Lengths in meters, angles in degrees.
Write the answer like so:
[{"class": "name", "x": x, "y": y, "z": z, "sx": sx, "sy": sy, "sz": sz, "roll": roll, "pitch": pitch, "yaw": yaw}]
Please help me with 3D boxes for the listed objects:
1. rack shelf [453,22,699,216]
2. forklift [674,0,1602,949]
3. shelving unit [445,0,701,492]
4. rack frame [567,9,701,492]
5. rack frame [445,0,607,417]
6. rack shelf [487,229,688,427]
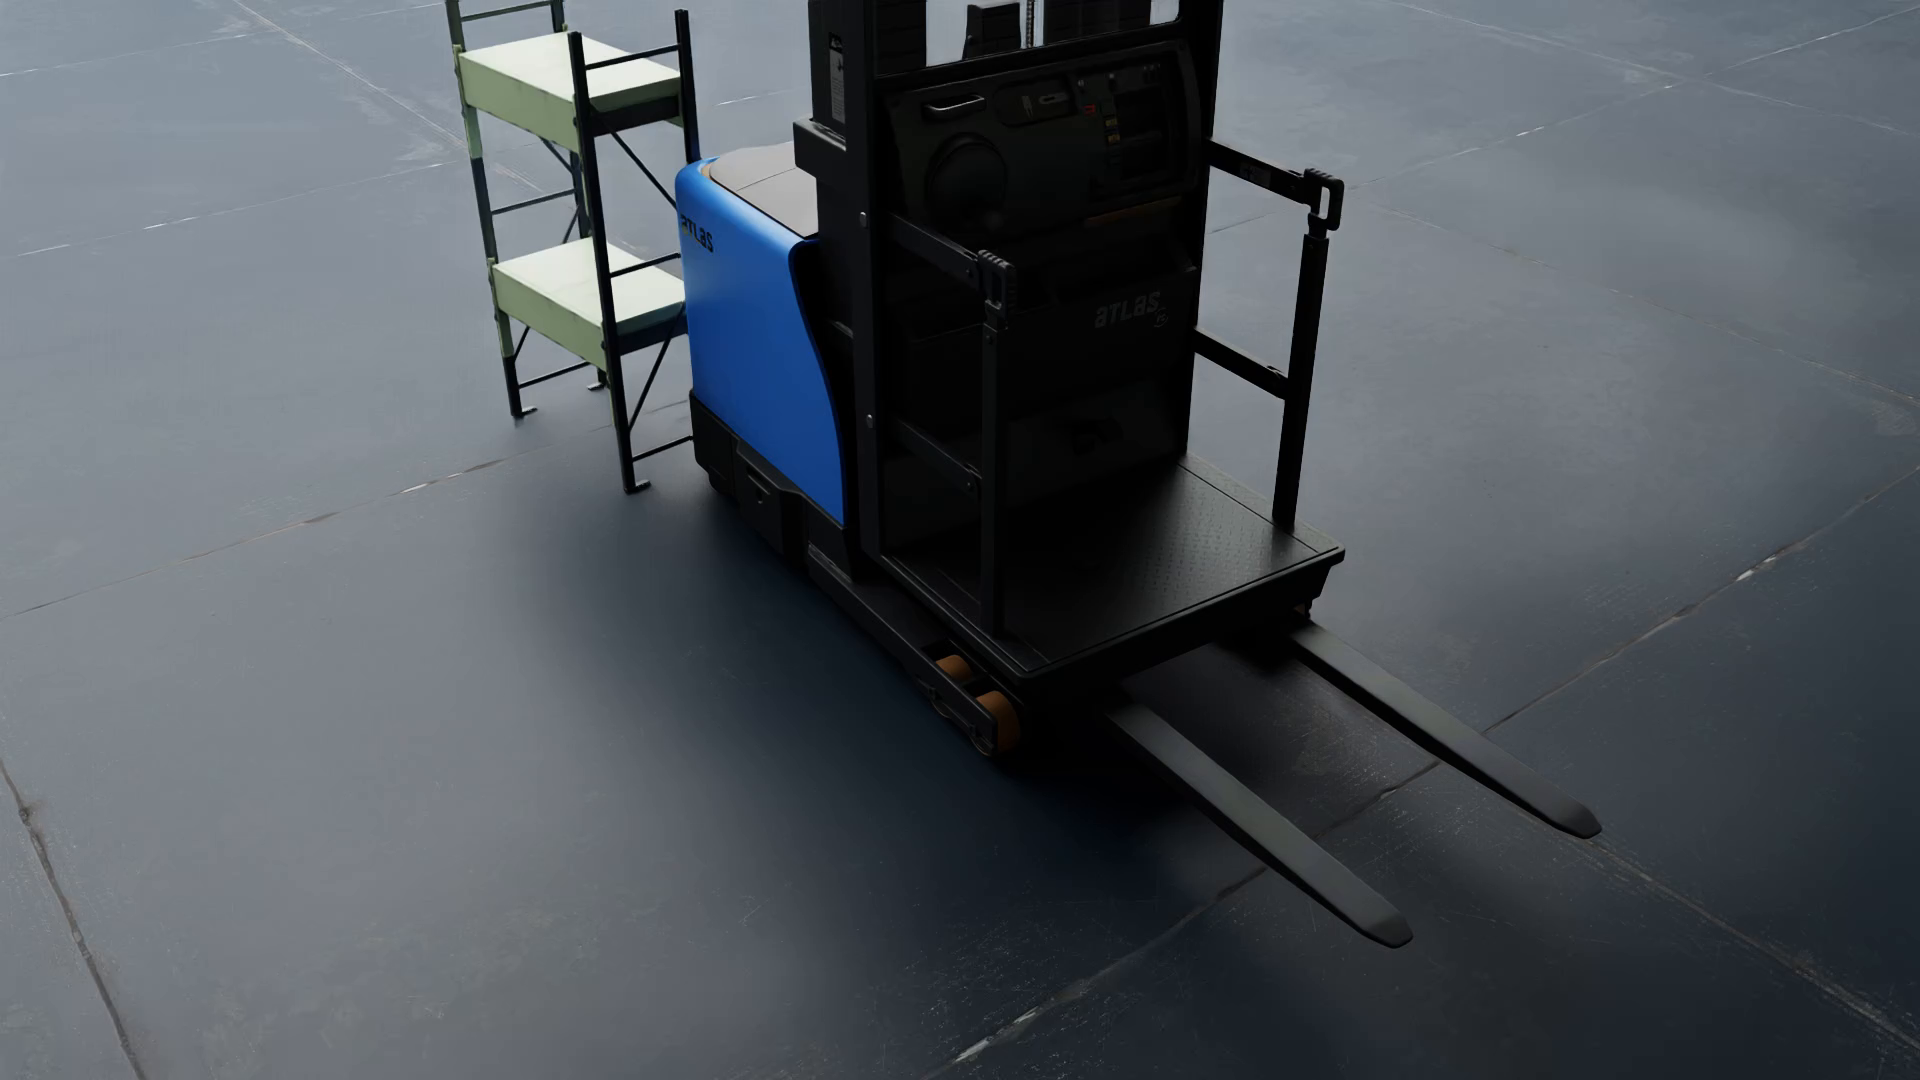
[{"class": "rack shelf", "x": -1.211, "y": -1.344, "z": 5.252, "sx": 0.431, "sy": 0.370, "sz": 0.720, "roll": -26, "pitch": 40, "yaw": -35}, {"class": "forklift", "x": 0.346, "y": -0.969, "z": 4.033, "sx": 1.130, "sy": 2.935, "sz": 3.031, "roll": -19, "pitch": 37, "yaw": -28}, {"class": "shelving unit", "x": -1.210, "y": -1.012, "z": 5.457, "sx": 0.431, "sy": 1.500, "sz": 0.755, "roll": -26, "pitch": 40, "yaw": -35}, {"class": "rack frame", "x": -0.962, "y": -0.870, "z": 5.228, "sx": 0.400, "sy": 1.500, "sz": 0.023, "roll": -26, "pitch": 40, "yaw": -35}, {"class": "rack frame", "x": -1.458, "y": -1.154, "z": 5.686, "sx": 0.400, "sy": 1.500, "sz": 0.023, "roll": -26, "pitch": 40, "yaw": -35}, {"class": "rack shelf", "x": -1.210, "y": -0.735, "z": 5.629, "sx": 0.431, "sy": 0.370, "sz": 0.720, "roll": -26, "pitch": 40, "yaw": -35}]
